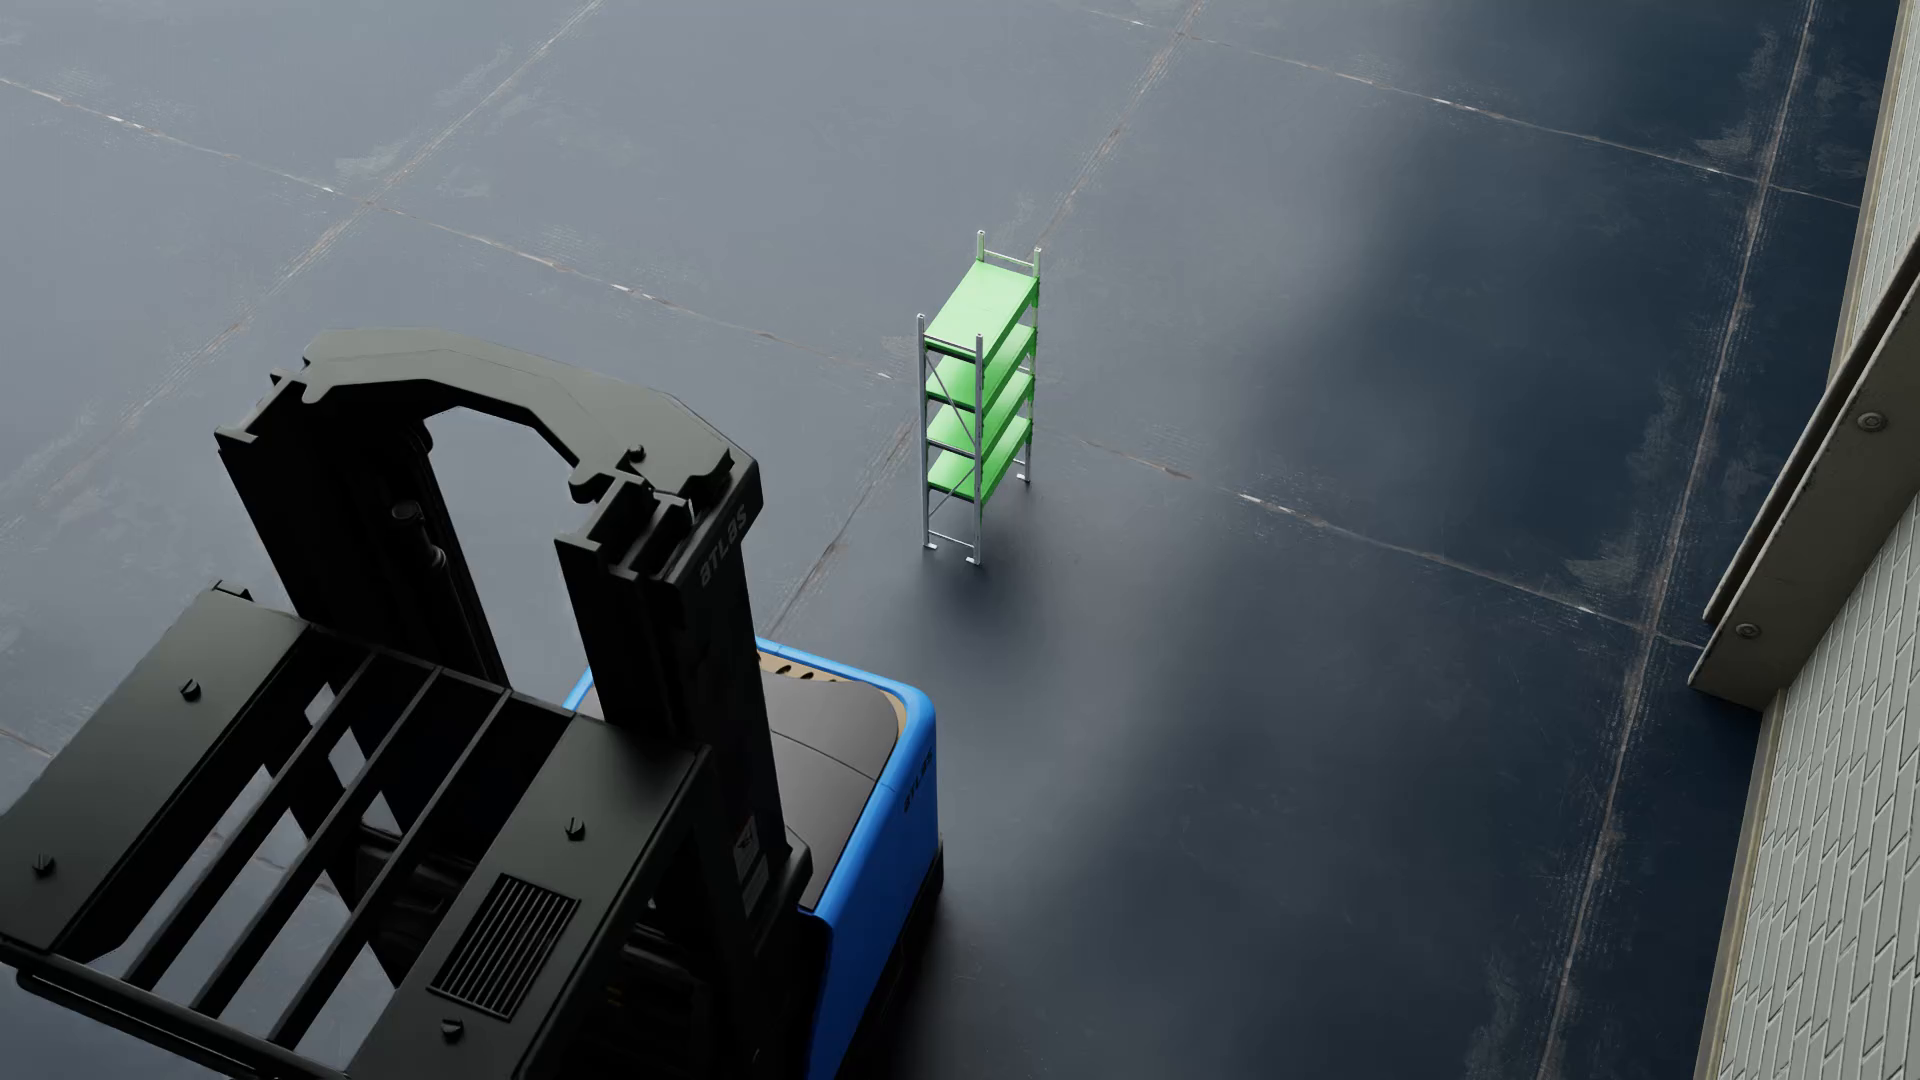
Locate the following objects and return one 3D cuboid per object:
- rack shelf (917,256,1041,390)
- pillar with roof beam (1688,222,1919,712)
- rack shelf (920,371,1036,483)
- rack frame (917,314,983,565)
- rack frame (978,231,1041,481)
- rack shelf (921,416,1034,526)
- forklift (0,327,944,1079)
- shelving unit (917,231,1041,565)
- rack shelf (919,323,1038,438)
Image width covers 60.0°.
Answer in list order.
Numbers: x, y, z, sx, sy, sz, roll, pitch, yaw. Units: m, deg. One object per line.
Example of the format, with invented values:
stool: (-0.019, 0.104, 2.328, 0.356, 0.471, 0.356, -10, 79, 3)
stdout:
rack shelf: (0.071, -0.772, 5.888, 0.258, 0.148, 0.480, 20, 52, 16)
pillar with roof beam: (-0.996, -3.868, 3.948, 9.100, 9.000, 0.400, 20, 52, 16)
rack shelf: (0.071, -0.461, 6.254, 0.258, 0.148, 0.480, 20, 52, 16)
rack frame: (-0.034, -0.335, 6.062, 0.240, 1.200, 0.015, 20, 52, 16)
rack frame: (0.175, -0.671, 6.348, 0.240, 1.200, 0.015, 20, 52, 16)
rack shelf: (0.071, -0.306, 6.437, 0.258, 0.148, 0.480, 20, 52, 16)
forklift: (-1.060, 1.104, 3.702, 1.130, 2.935, 3.031, 16, 52, 14)
shelving unit: (0.071, -0.503, 6.205, 0.258, 1.200, 0.503, 20, 52, 16)
rack shelf: (0.071, -0.617, 6.071, 0.258, 0.148, 0.480, 20, 52, 16)
